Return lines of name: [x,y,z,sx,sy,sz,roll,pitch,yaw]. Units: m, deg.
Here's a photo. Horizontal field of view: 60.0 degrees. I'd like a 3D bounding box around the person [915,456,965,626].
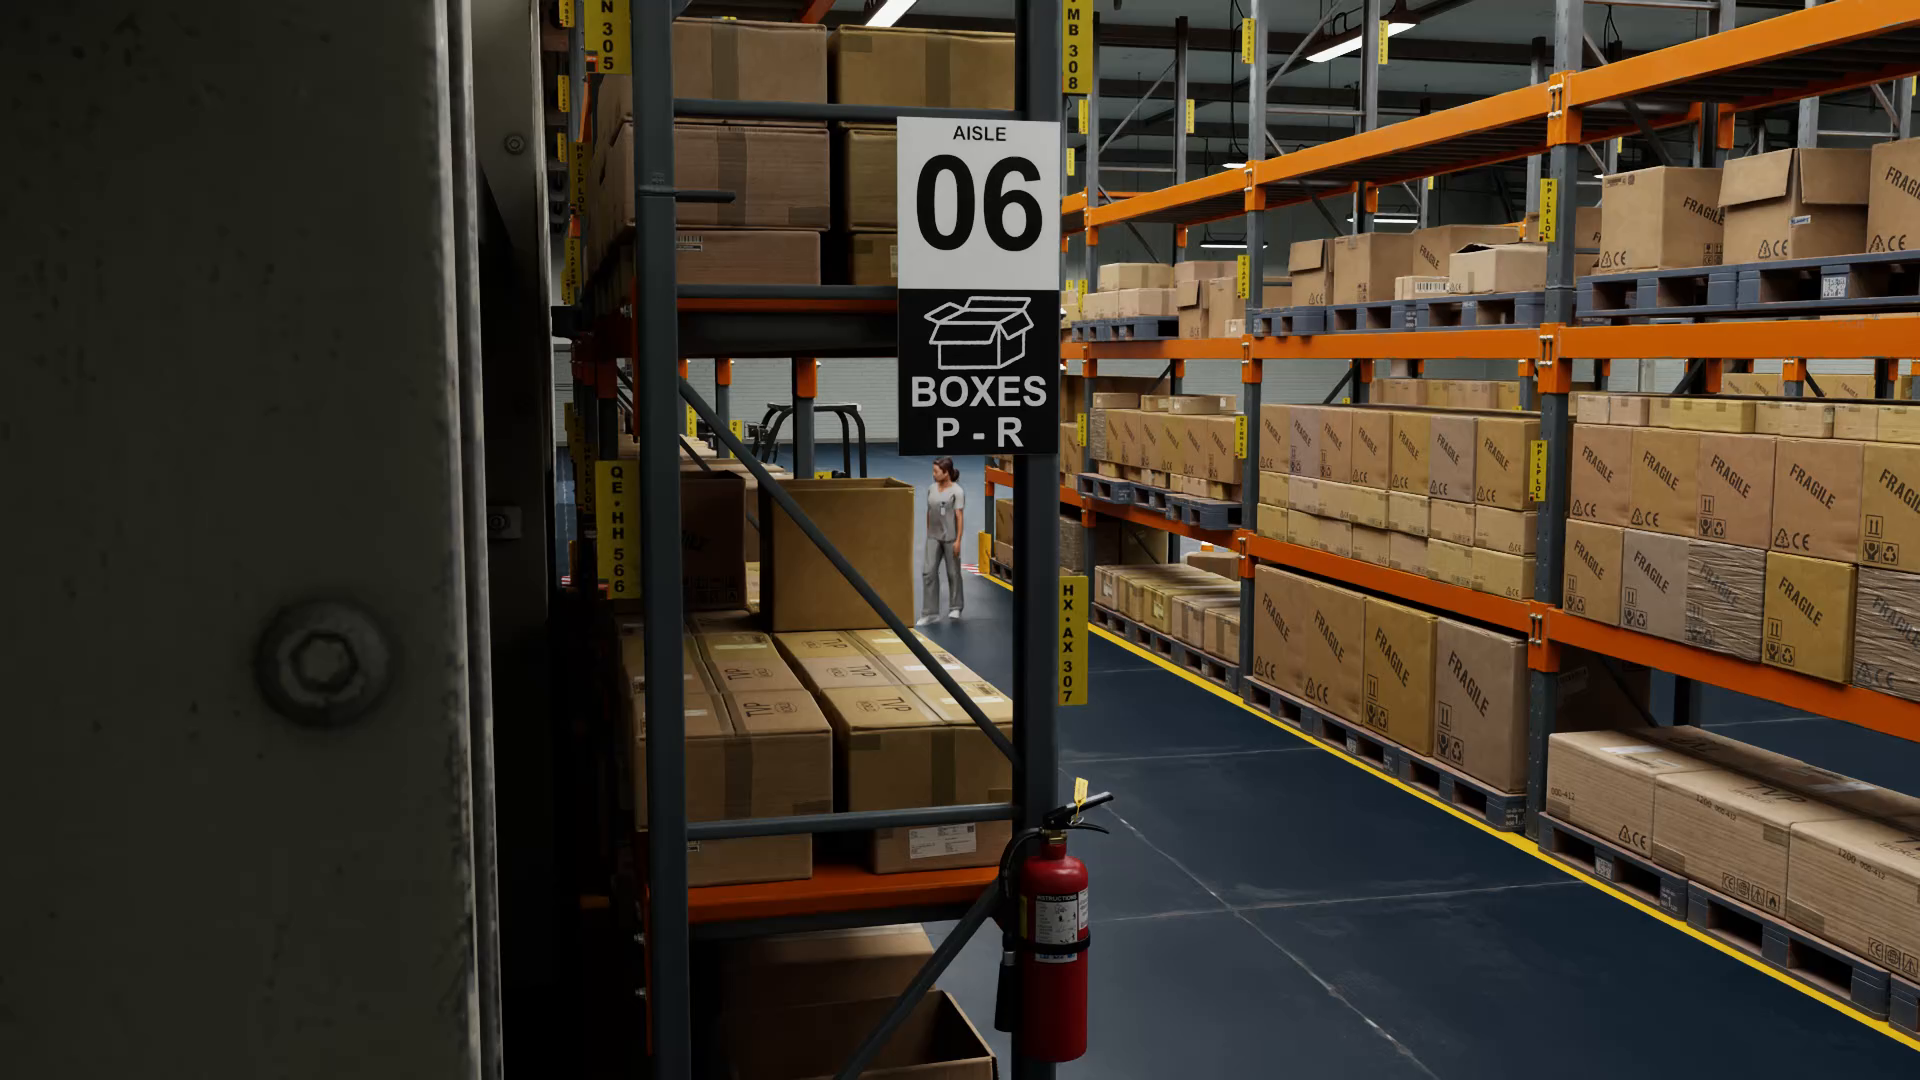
person: [-0.138,0.016,16.618,0.462,1.714,0.637,3,7,26]
